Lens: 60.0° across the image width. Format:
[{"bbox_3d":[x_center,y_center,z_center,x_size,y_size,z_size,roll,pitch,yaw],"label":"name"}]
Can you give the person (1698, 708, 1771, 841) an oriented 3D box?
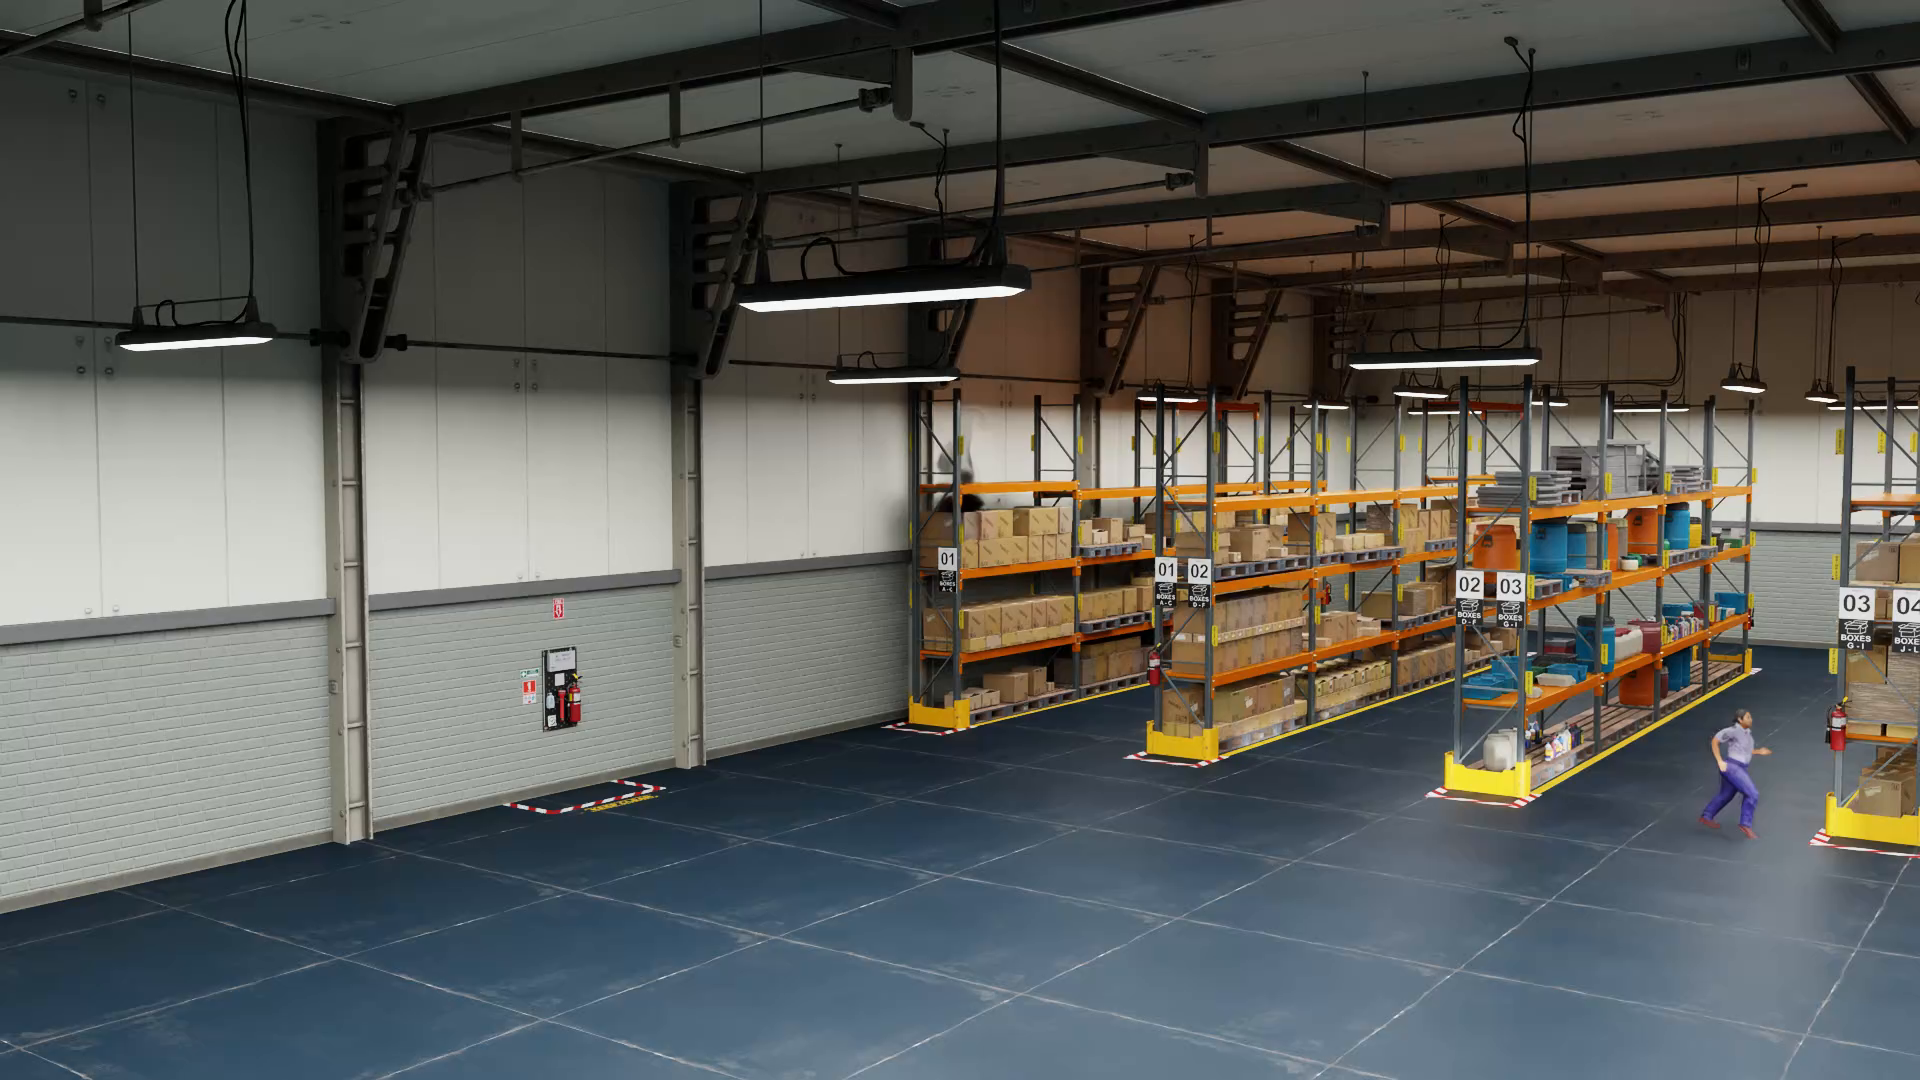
[{"bbox_3d":[9.917,2.980,21.329,0.848,1.667,0.584,3,4,39],"label":"person"}]
